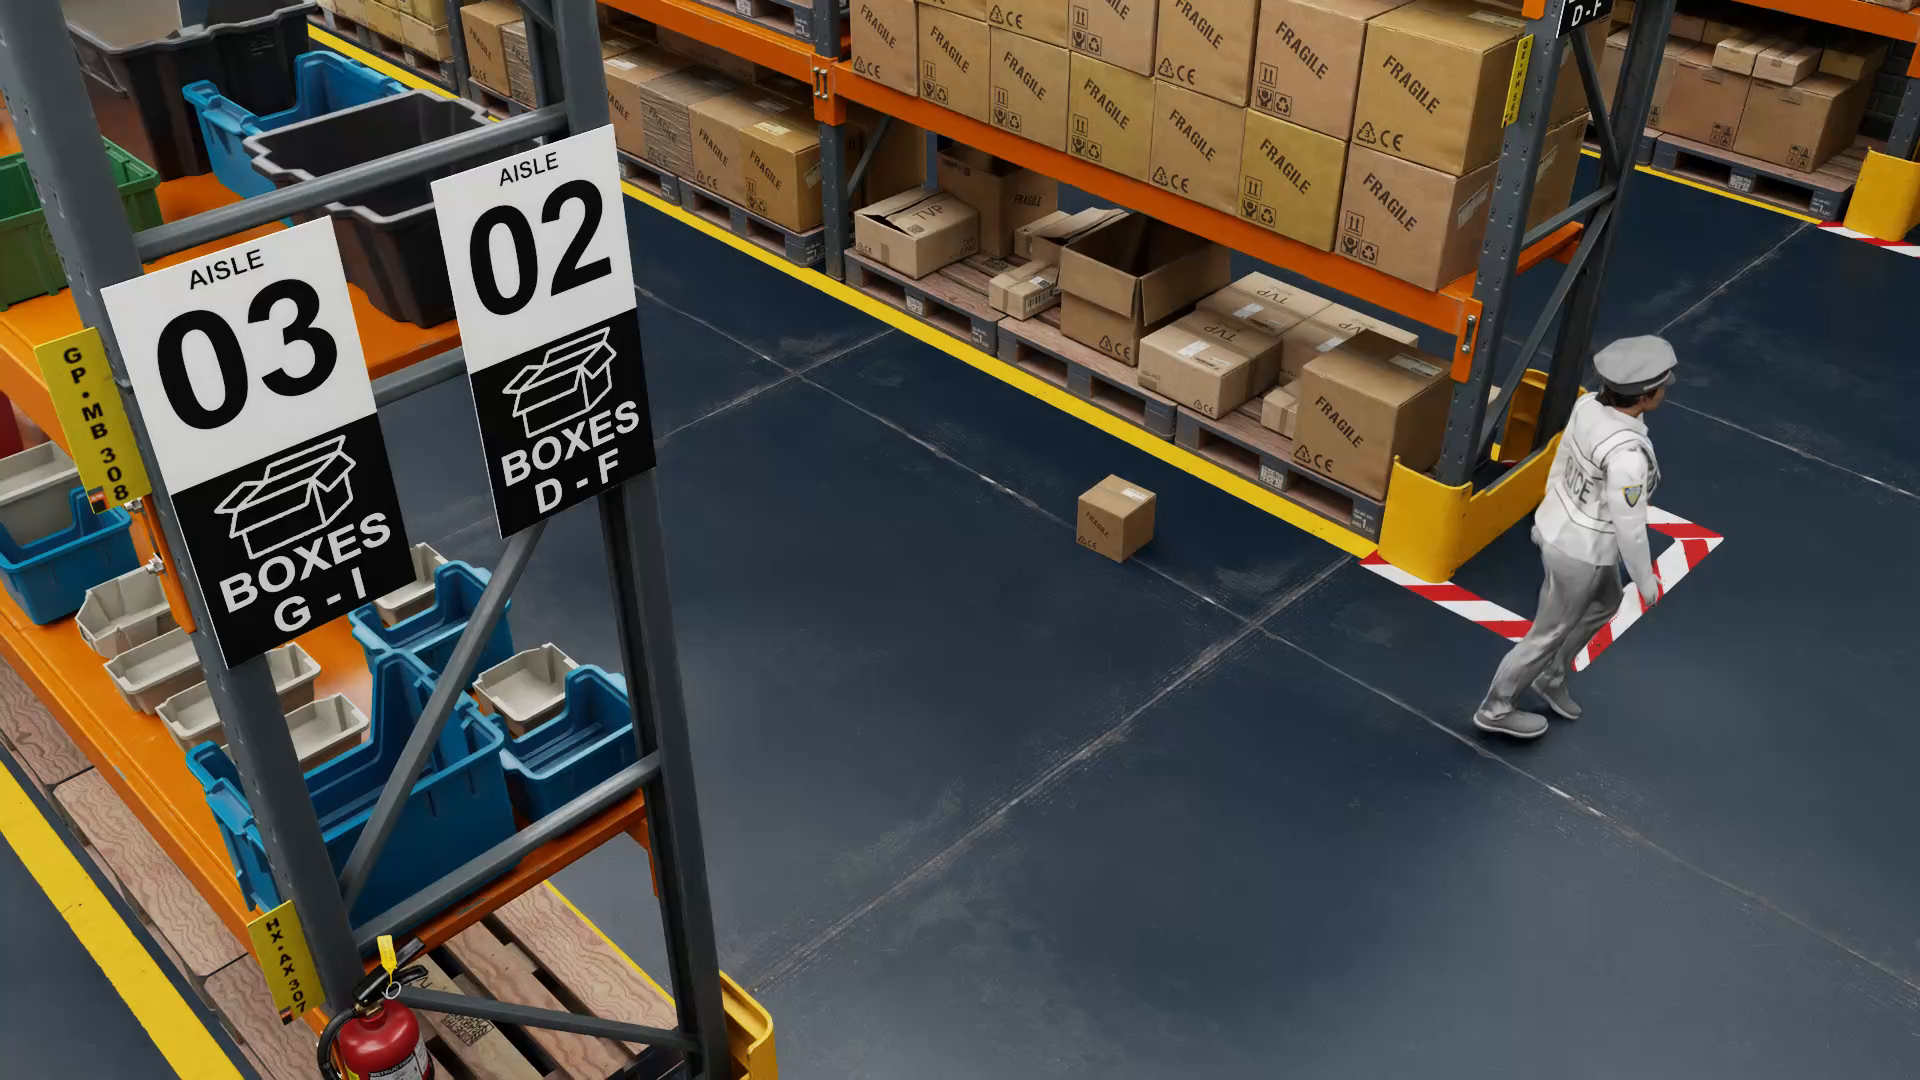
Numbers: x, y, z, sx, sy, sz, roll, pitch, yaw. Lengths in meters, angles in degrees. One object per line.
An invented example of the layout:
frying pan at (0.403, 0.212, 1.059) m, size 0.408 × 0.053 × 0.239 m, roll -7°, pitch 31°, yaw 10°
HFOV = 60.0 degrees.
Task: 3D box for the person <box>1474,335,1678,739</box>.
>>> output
person at (2.264, 0.033, 6.076) m, size 0.532 × 1.717 × 0.536 m, roll -1°, pitch 36°, yaw -2°
